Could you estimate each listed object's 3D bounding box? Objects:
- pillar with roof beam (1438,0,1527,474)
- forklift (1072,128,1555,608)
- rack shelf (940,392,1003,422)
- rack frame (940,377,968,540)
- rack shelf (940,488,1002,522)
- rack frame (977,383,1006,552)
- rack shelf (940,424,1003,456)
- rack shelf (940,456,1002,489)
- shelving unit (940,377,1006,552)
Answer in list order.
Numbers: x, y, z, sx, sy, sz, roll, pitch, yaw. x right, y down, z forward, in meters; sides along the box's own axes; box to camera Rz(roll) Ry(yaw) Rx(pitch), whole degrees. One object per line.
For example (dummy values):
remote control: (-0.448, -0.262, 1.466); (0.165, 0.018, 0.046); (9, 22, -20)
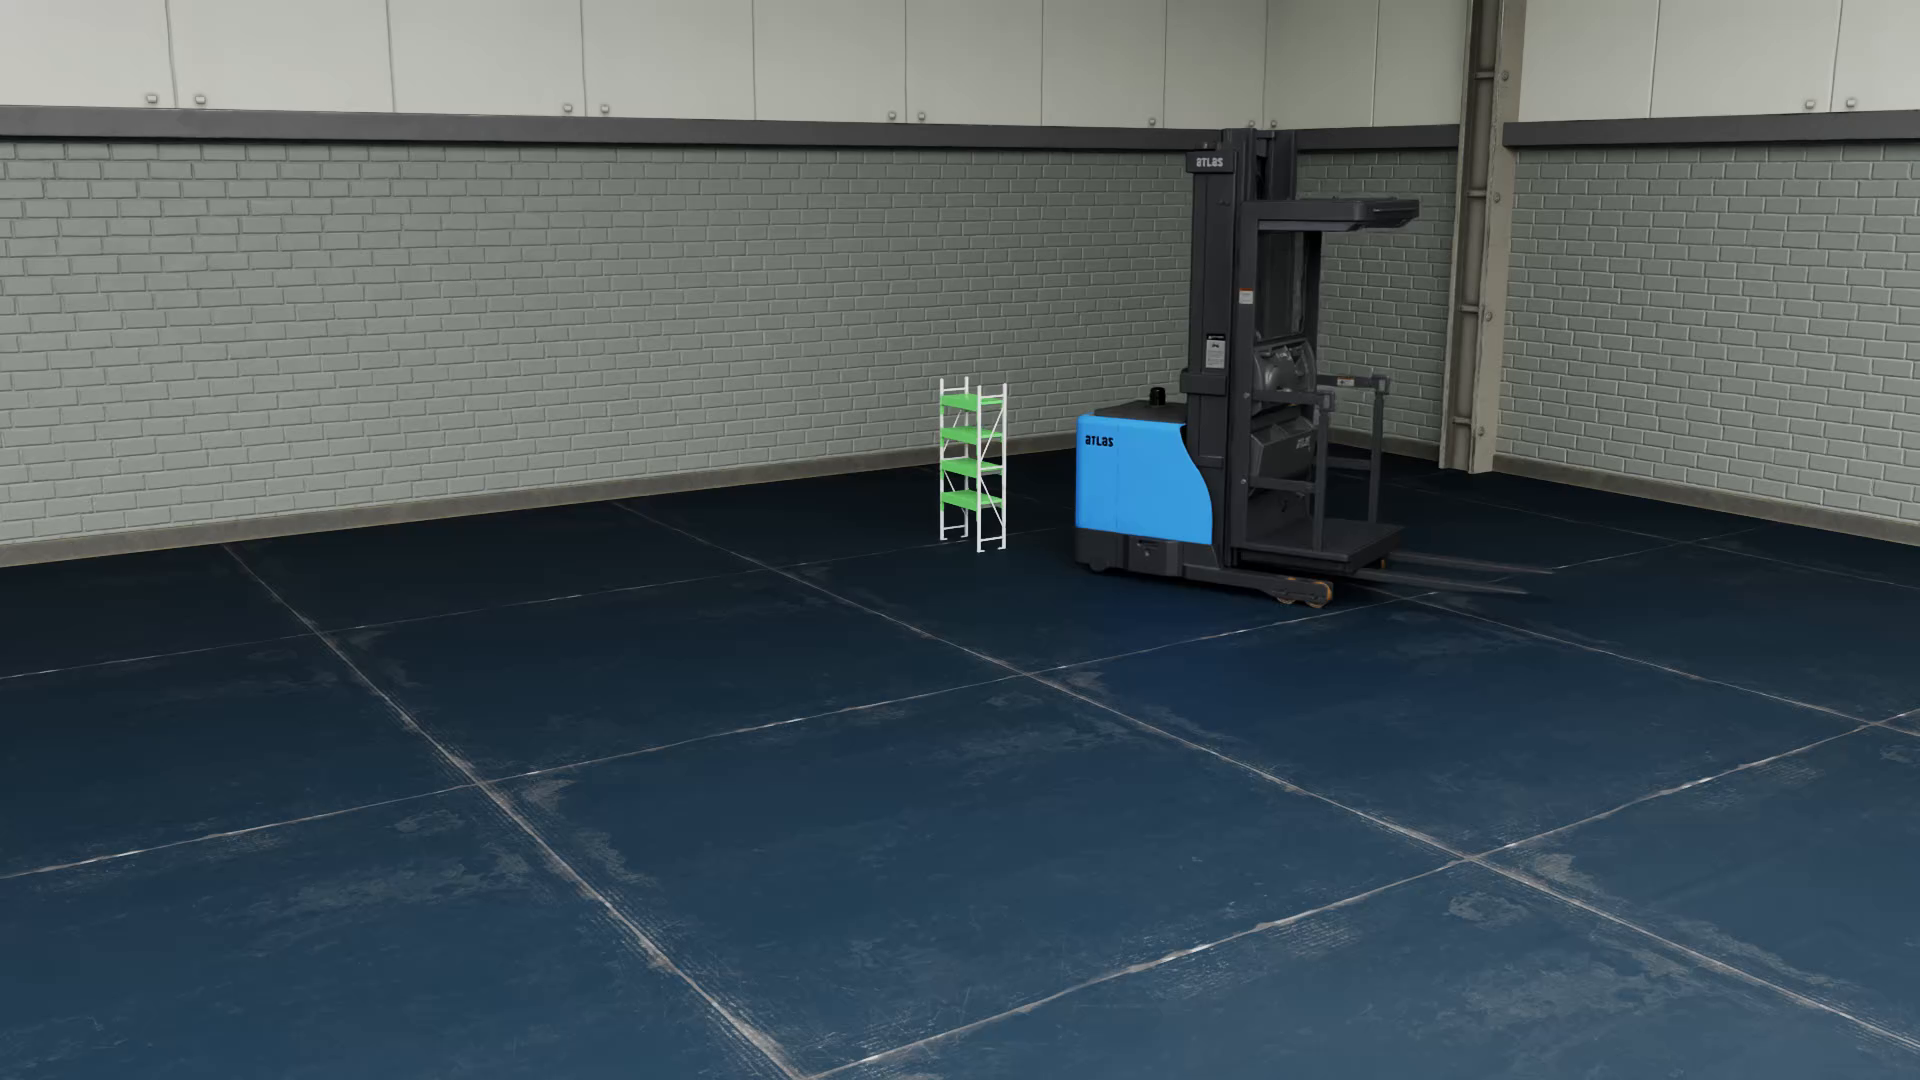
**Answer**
pillar with roof beam: (1.089, -4.541, 12.061); (9.100, 9.000, 0.400); (-8, 15, -33)
forklift: (2.282, -1.135, 10.690); (3.031, 2.935, 1.130); (8, 15, 32)
rack shelf: (0.092, -0.963, 12.010); (0.258, 0.148, 0.480); (-8, 15, -33)
rack frame: (-0.043, -0.600, 12.297); (0.240, 1.200, 0.015); (-8, 15, -33)
rack shelf: (0.092, -0.260, 12.164); (0.258, 0.148, 0.480); (-8, 15, -33)
rack frame: (0.227, -0.513, 11.901); (0.240, 1.200, 0.015); (-8, 15, -33)
rack shelf: (0.092, -0.729, 12.061); (0.258, 0.148, 0.480); (-8, 15, -33)
rack shelf: (0.092, -0.494, 12.113); (0.258, 0.148, 0.480); (-8, 15, -33)
shelving unit: (0.092, -0.557, 12.099); (0.258, 1.200, 0.503); (-8, 15, -33)
